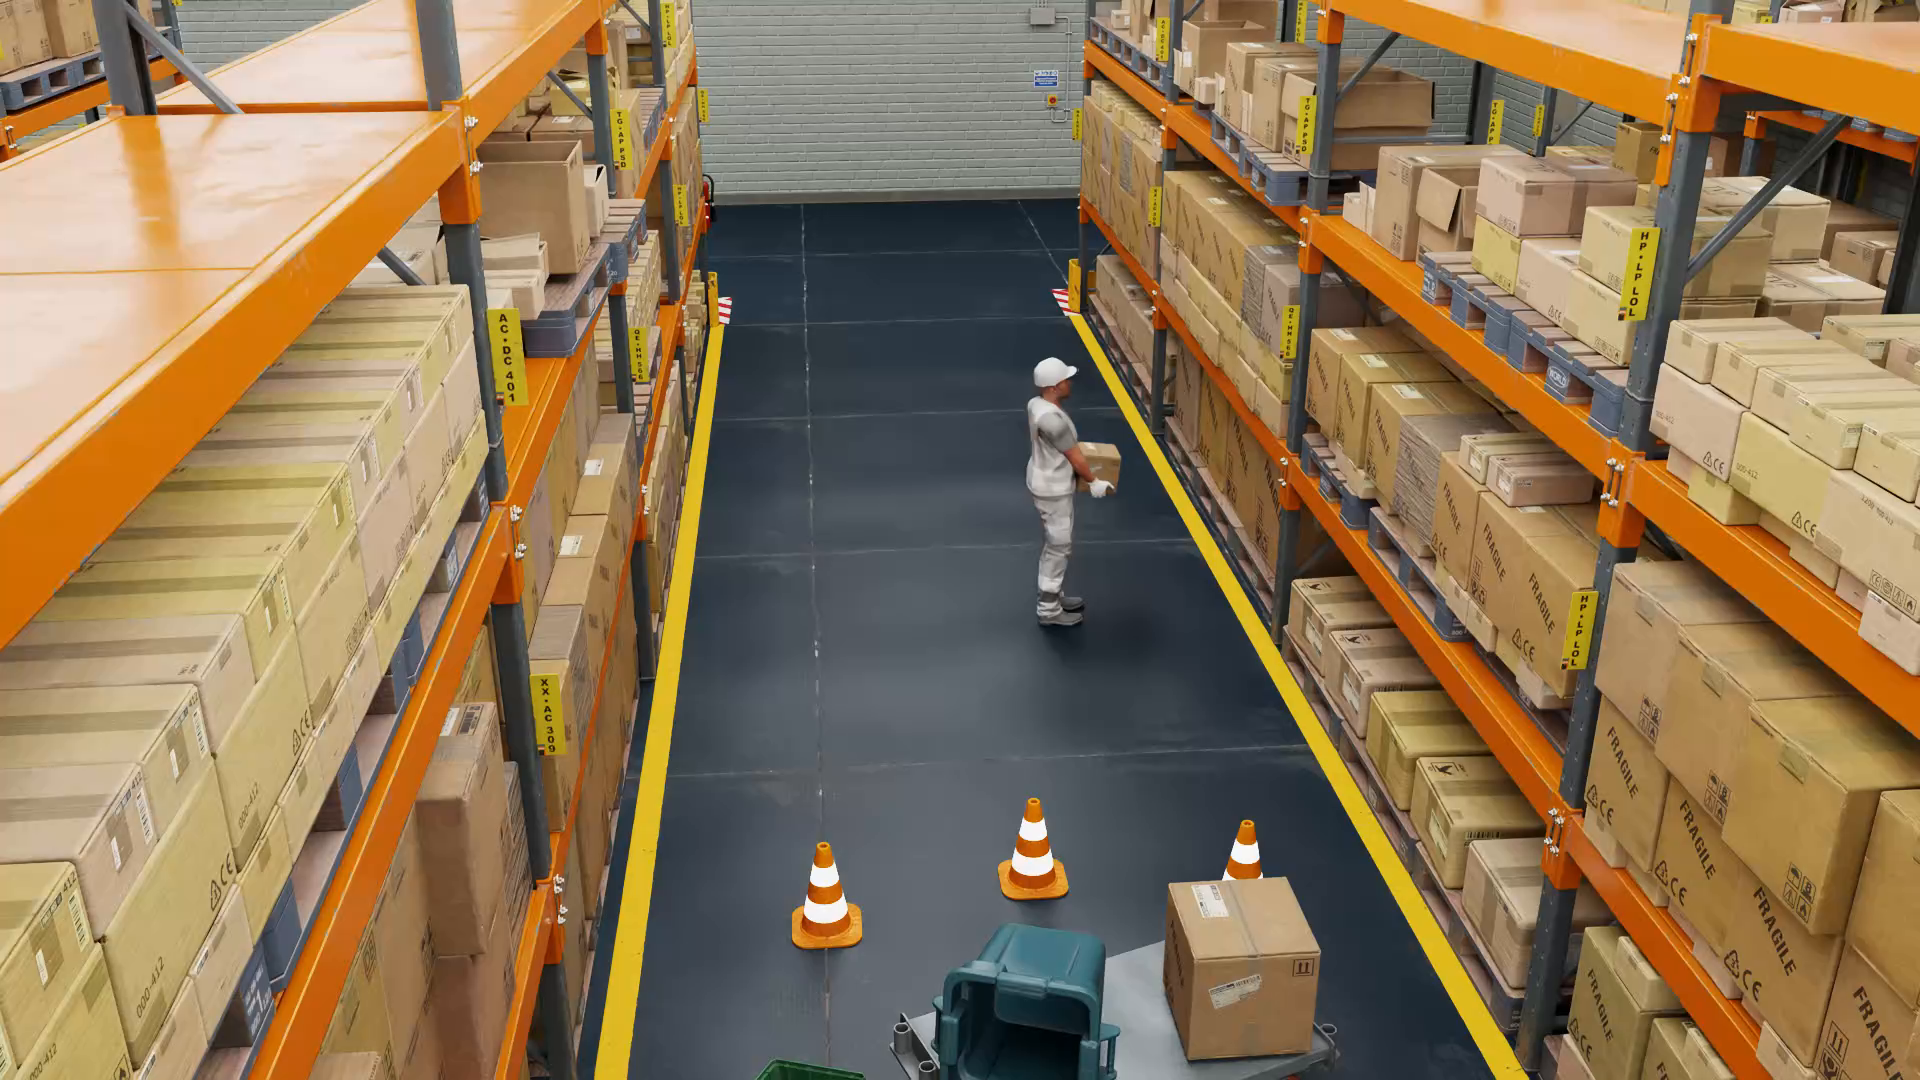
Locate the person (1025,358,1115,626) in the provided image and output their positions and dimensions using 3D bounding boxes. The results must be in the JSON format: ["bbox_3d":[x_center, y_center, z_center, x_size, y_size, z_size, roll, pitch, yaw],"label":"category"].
[{"bbox_3d":[0.703,-0.326,10.824,0.558,1.783,0.494,-2,24,-4],"label":"person"}]
